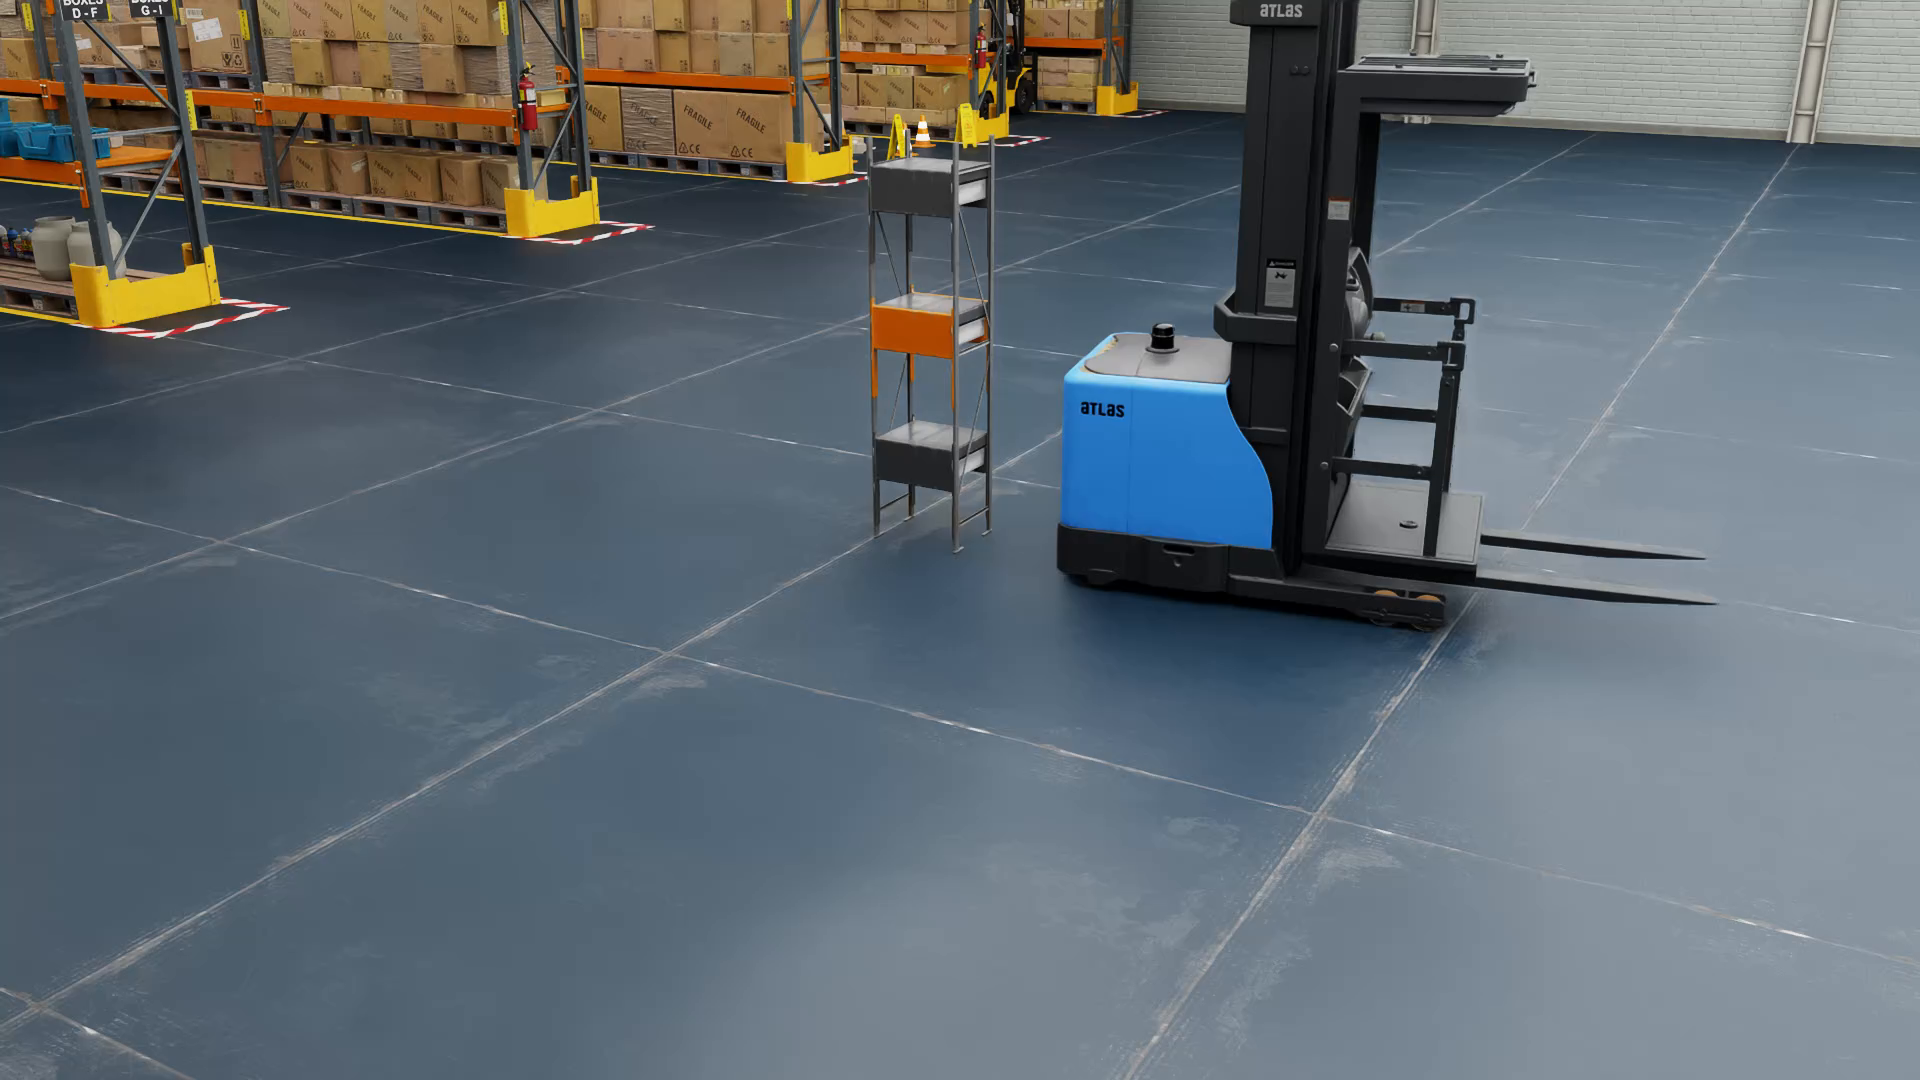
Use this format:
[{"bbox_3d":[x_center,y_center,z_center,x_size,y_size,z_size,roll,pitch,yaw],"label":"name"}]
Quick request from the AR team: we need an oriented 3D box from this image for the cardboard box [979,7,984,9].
[{"bbox_3d":[0.529,-9.649,30.919,0.500,0.500,0.500,11,22,27],"label":"cardboard box"}]

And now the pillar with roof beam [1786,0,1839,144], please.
[{"bbox_3d":[11.064,-9.181,20.977,0.400,9.000,9.100,11,23,27],"label":"pillar with roof beam"}]

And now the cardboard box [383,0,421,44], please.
[{"bbox_3d":[-5.870,-5.665,18.034,0.500,0.500,0.500,11,23,27],"label":"cardboard box"}]

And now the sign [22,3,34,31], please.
[{"bbox_3d":[-11.647,-6.534,20.781,0.005,0.325,0.100,11,23,27],"label":"sign"}]

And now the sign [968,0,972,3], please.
[{"bbox_3d":[0.150,-8.306,25.203,0.005,0.325,0.100,11,23,27],"label":"sign"}]

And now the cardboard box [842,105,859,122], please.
[{"bbox_3d":[-1.735,-6.994,27.163,0.500,0.250,0.500,10,22,27],"label":"cardboard box"}]

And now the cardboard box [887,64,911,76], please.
[{"bbox_3d":[-0.960,-7.477,26.444,0.250,0.149,0.380,11,23,28],"label":"cardboard box"}]

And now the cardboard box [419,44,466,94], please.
[{"bbox_3d":[-5.357,-5.159,18.105,0.500,0.500,0.875,11,23,27],"label":"cardboard box"}]

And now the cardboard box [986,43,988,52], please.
[{"bbox_3d":[0.242,-7.775,26.269,0.250,0.149,0.380,11,23,28],"label":"cardboard box"}]

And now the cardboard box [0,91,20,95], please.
[{"bbox_3d":[-12.746,-5.625,22.474,0.875,0.875,1.225,11,23,27],"label":"cardboard box"}]

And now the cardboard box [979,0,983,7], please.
[{"bbox_3d":[0.389,-9.954,30.811,0.250,0.149,0.380,11,22,27],"label":"cardboard box"}]

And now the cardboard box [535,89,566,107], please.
[{"bbox_3d":[-4.527,-4.825,18.137,0.250,0.149,0.380,11,23,27],"label":"cardboard box"}]

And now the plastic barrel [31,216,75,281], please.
[{"bbox_3d":[-7.860,-2.548,14.524,0.421,0.512,0.421,0,20,0],"label":"plastic barrel"}]

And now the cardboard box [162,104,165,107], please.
[{"bbox_3d":[-13.036,-7.276,27.654,0.250,0.149,0.380,10,22,25],"label":"cardboard box"}]

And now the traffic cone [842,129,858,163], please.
[{"bbox_3d":[-1.659,-5.603,23.633,0.334,0.463,0.336,11,23,27],"label":"traffic cone"}]

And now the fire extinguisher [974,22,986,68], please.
[{"bbox_3d":[0.313,-7.583,25.483,0.183,0.674,0.296,11,23,27],"label":"fire extinguisher"}]

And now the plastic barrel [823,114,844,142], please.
[{"bbox_3d":[-2.104,-6.457,26.044,0.512,0.421,0.421,-7,21,-20],"label":"plastic barrel"}]

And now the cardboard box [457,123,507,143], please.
[{"bbox_3d":[-6.806,-6.328,24.594,0.750,0.750,1.050,11,23,27],"label":"cardboard box"}]

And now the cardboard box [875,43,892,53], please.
[{"bbox_3d":[-1.144,-7.847,26.468,0.250,0.149,0.380,11,22,27],"label":"cardboard box"}]

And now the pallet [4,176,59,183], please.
[{"bbox_3d":[-12.031,-4.998,22.334,1.213,0.211,1.003,11,23,27],"label":"pallet"}]

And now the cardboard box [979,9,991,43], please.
[{"bbox_3d":[0.160,-8.123,26.278,0.500,0.500,0.500,10,22,26],"label":"cardboard box"}]

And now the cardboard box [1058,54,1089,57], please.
[{"bbox_3d":[2.090,-8.847,30.805,0.500,0.250,0.500,11,23,27],"label":"cardboard box"}]

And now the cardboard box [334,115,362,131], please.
[{"bbox_3d":[-9.574,-6.669,25.901,0.500,0.500,0.500,11,23,27],"label":"cardboard box"}]

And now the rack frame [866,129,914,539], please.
[{"bbox_3d":[-0.358,-1.055,8.695,0.015,2.100,0.400,11,23,27],"label":"rack frame"}]

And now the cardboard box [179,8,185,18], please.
[{"bbox_3d":[-12.244,-8.437,26.605,0.250,0.149,0.380,12,23,30],"label":"cardboard box"}]

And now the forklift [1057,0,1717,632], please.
[{"bbox_3d":[2.057,-1.158,7.758,3.031,2.935,1.130,7,21,17],"label":"forklift"}]

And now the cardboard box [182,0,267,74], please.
[{"bbox_3d":[-8.512,-6.143,19.907,1.000,1.000,1.000,11,23,28],"label":"cardboard box"}]

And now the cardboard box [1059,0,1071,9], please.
[{"bbox_3d":[1.982,-9.675,30.039,0.250,0.149,0.380,11,23,28],"label":"cardboard box"}]

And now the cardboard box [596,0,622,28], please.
[{"bbox_3d":[-4.538,-7.400,23.062,0.550,0.550,0.875,11,23,27],"label":"cardboard box"}]

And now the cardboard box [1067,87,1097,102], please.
[{"bbox_3d":[2.291,-8.142,30.329,0.500,0.250,0.500,11,23,28],"label":"cardboard box"}]

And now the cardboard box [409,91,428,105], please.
[{"bbox_3d":[-5.844,-4.896,18.331,0.250,0.149,0.380,11,23,27],"label":"cardboard box"}]

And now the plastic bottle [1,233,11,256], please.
[{"bbox_3d":[-8.894,-2.760,15.535,0.097,0.201,0.097,0,20,0],"label":"plastic bottle"}]

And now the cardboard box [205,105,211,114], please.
[{"bbox_3d":[-12.525,-7.294,28.138,0.250,0.149,0.380,10,22,25],"label":"cardboard box"}]

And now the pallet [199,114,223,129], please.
[{"bbox_3d":[-12.968,-7.071,28.048,1.213,0.211,1.003,11,23,27],"label":"pallet"}]

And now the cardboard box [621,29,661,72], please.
[{"bbox_3d":[-4.147,-6.753,22.863,0.550,0.550,0.875,11,23,27],"label":"cardboard box"}]

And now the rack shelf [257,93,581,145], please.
[{"bbox_3d":[-6.141,-4.819,18.807,4.000,0.370,1.077,11,23,27],"label":"rack shelf"}]

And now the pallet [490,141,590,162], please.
[{"bbox_3d":[-6.090,-5.745,24.393,1.213,0.211,1.003,11,23,27],"label":"pallet"}]

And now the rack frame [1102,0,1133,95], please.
[{"bbox_3d":[2.856,-9.253,29.976,0.127,3.000,1.000,11,23,27],"label":"rack frame"}]

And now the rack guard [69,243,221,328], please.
[{"bbox_3d":[-6.900,-2.174,14.125,0.348,0.500,1.175,11,23,27],"label":"rack guard"}]

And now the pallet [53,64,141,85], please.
[{"bbox_3d":[-10.705,-5.978,21.229,1.003,0.211,1.213,11,23,27],"label":"pallet"}]

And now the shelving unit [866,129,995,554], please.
[{"bbox_3d":[-0.145,-1.015,8.583,0.503,2.100,0.431,11,23,27],"label":"shelving unit"}]

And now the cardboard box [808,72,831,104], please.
[{"bbox_3d":[-2.197,-7.434,27.276,0.500,0.500,0.500,12,23,29],"label":"cardboard box"}]

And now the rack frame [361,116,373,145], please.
[{"bbox_3d":[-8.872,-7.615,25.460,0.127,3.000,1.000,11,23,27],"label":"rack frame"}]

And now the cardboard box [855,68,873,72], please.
[{"bbox_3d":[-1.516,-7.511,27.488,0.500,0.500,0.500,12,23,30],"label":"cardboard box"}]

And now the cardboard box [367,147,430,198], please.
[{"bbox_3d":[-6.473,-4.261,19.263,0.500,0.500,0.500,9,22,23],"label":"cardboard box"}]

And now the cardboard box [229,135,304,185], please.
[{"bbox_3d":[-8.413,-4.630,20.252,0.500,0.500,0.700,9,22,23],"label":"cardboard box"}]

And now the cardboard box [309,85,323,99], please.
[{"bbox_3d":[-7.179,-5.129,18.975,0.250,0.149,0.380,11,23,27],"label":"cardboard box"}]

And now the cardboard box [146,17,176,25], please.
[{"bbox_3d":[-12.924,-8.463,27.215,0.500,0.500,0.500,11,23,27],"label":"cardboard box"}]

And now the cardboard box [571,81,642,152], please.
[{"bbox_3d":[-4.865,-6.023,23.571,0.875,0.875,0.875,11,23,28],"label":"cardboard box"}]
